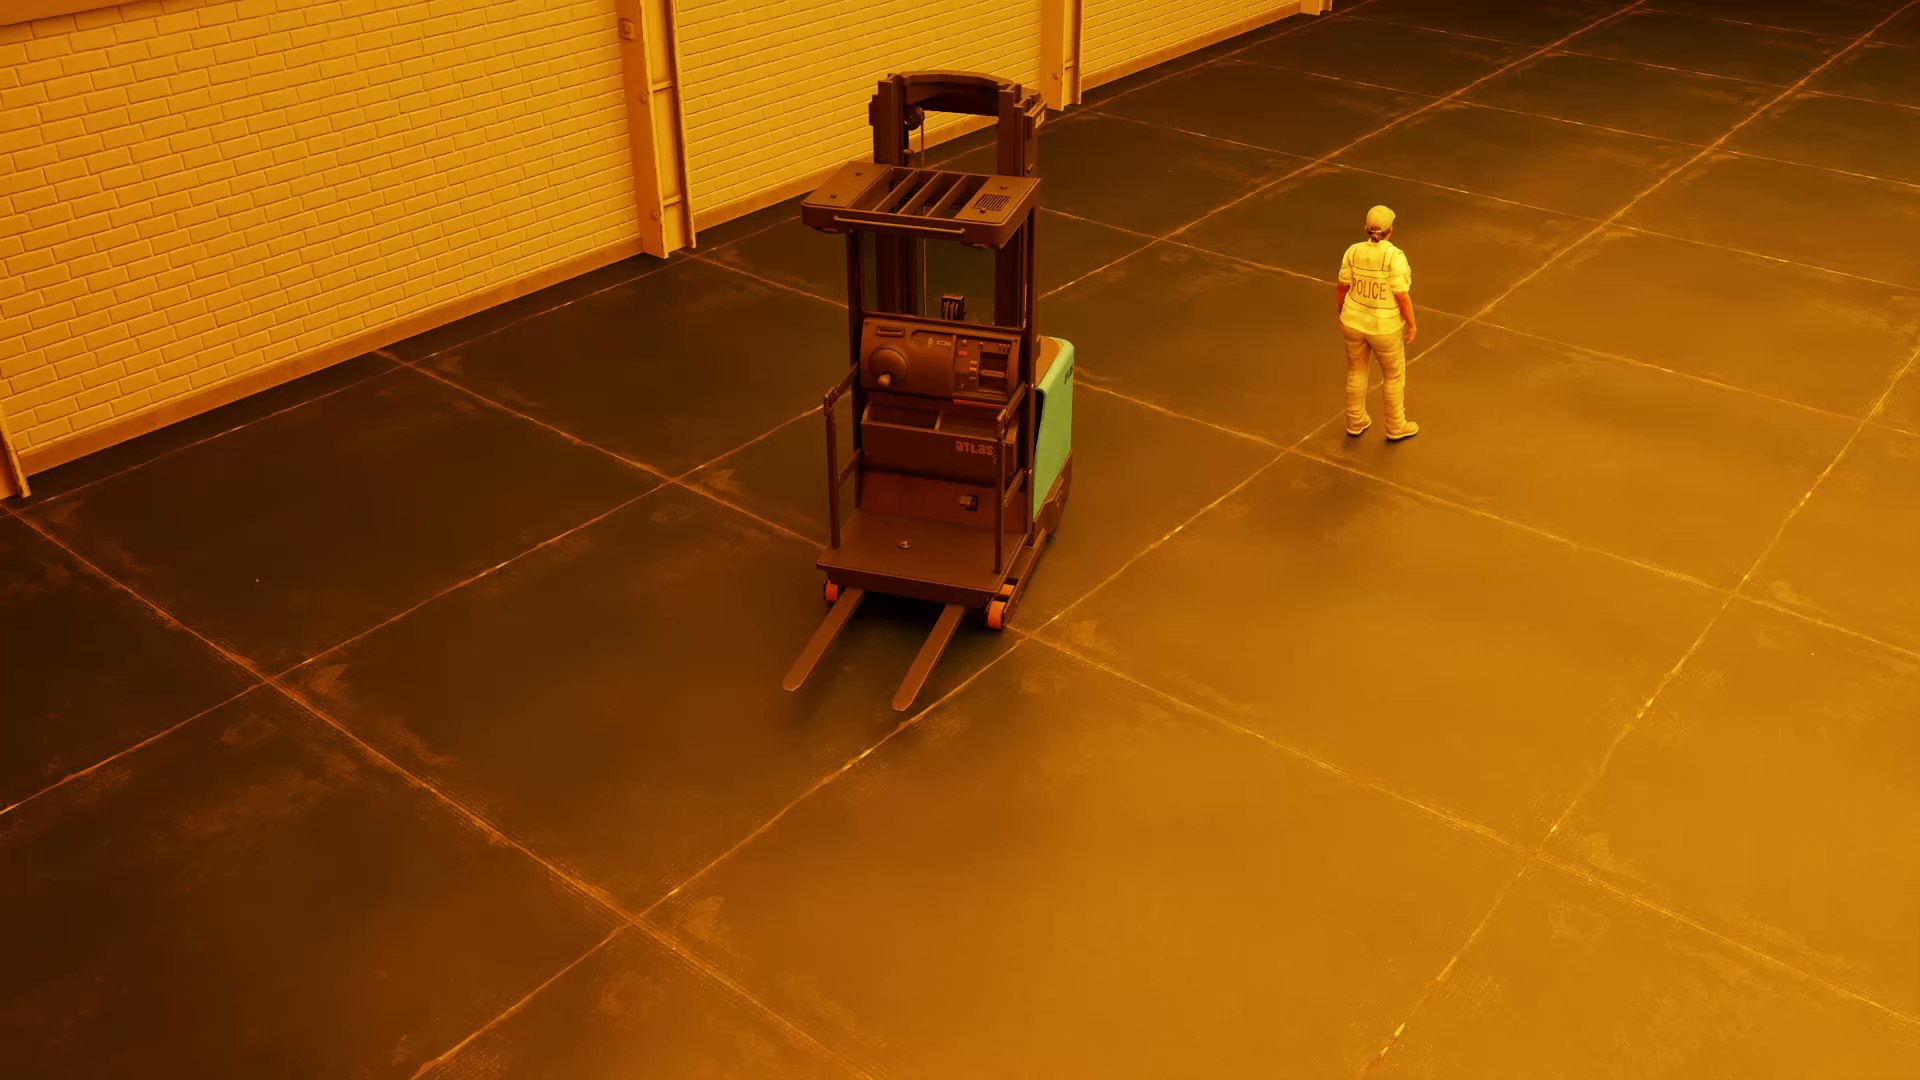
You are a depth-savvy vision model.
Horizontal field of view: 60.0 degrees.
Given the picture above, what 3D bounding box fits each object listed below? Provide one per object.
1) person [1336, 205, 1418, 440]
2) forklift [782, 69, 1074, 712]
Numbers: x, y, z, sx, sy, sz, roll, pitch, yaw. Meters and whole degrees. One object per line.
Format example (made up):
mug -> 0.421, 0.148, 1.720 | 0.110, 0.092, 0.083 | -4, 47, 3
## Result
person -> 2.885, -1.495, 11.391 | 0.598, 1.670, 0.529 | 22, 37, 33
forklift -> -0.176, -0.972, 9.258 | 1.130, 2.935, 3.031 | 9, 31, 14
